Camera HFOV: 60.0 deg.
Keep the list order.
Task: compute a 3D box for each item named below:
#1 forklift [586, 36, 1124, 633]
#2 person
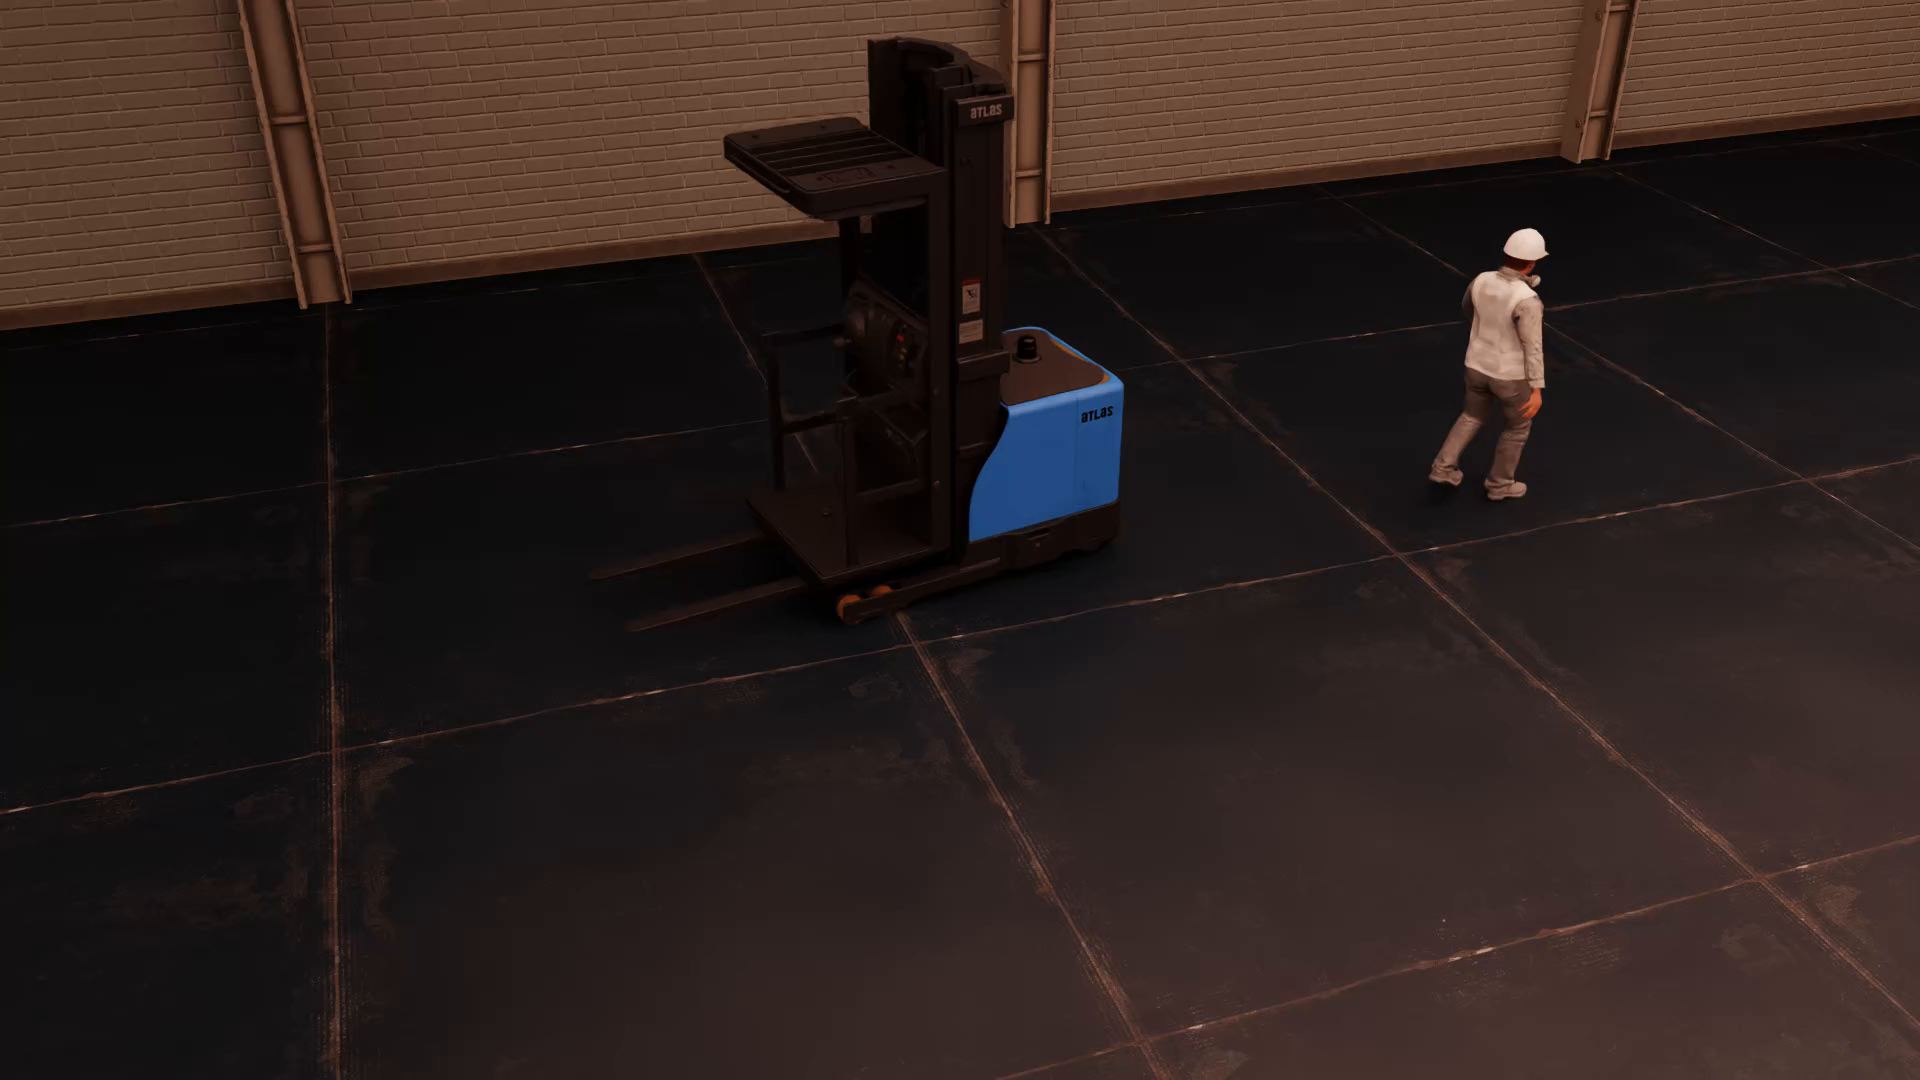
[{"bbox_3d":[-0.592,-1.101,9.001,3.031,2.935,1.130,-15,33,-25],"label":"forklift"},{"bbox_3d":[3.293,-1.042,10.085,0.670,1.754,0.841,-18,35,-29],"label":"person"}]
